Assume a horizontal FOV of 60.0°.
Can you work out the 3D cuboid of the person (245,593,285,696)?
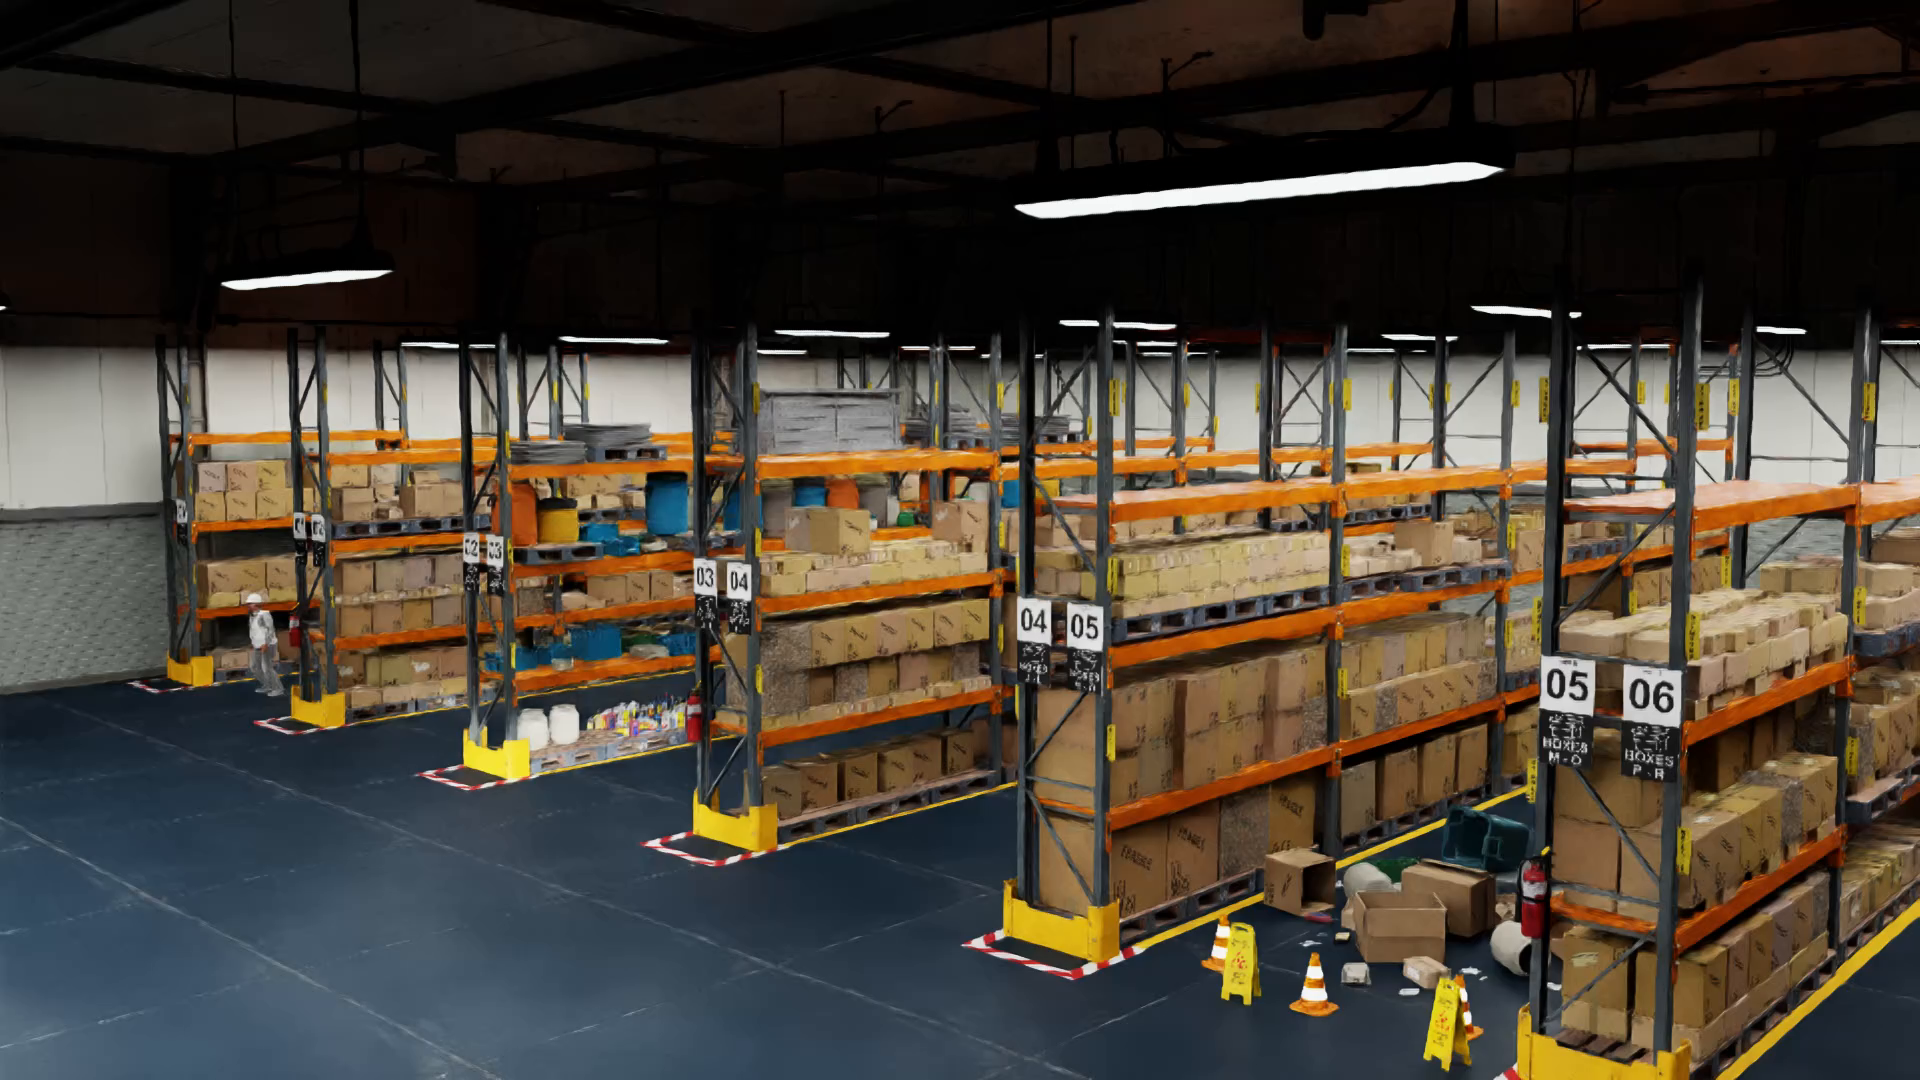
[{"bbox_3d":[-11.538,1.729,27.529,0.677,1.725,0.567,5,7,41],"label":"person"}]
